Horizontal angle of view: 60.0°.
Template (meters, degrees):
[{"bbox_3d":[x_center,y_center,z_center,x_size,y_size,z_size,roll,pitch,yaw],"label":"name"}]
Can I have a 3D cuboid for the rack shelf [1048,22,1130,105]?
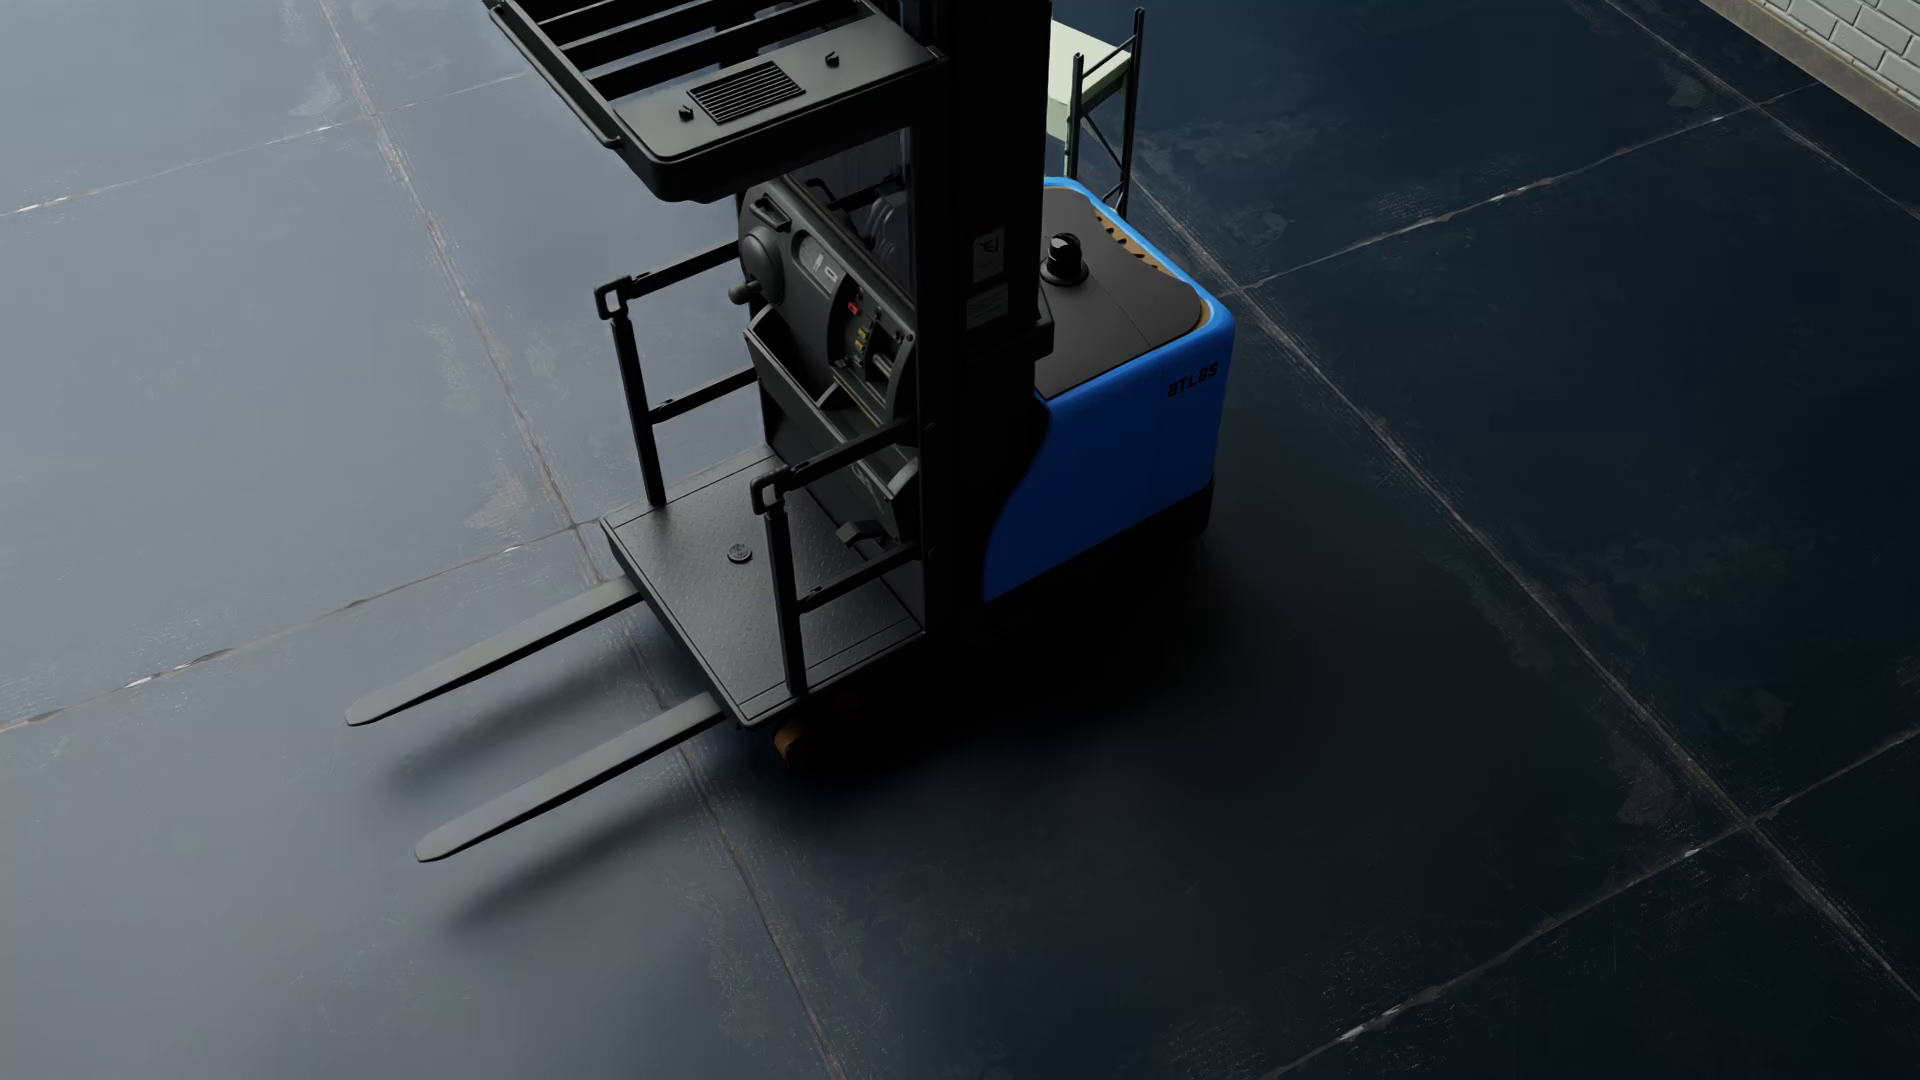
[{"bbox_3d":[0.239,-1.800,6.131,0.686,0.052,0.368,31,56,24],"label":"rack shelf"}]

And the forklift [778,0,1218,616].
[{"bbox_3d":[-0.586,-0.679,4.897,3.031,2.935,1.109,-27,54,-21],"label":"forklift"}]

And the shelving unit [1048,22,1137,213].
[{"bbox_3d":[0.241,-1.457,6.527,0.742,1.308,0.380,31,56,24],"label":"shelving unit"}]

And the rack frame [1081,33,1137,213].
[{"bbox_3d":[0.526,-1.284,6.375,0.010,1.308,0.380,31,56,24],"label":"rack frame"}]
